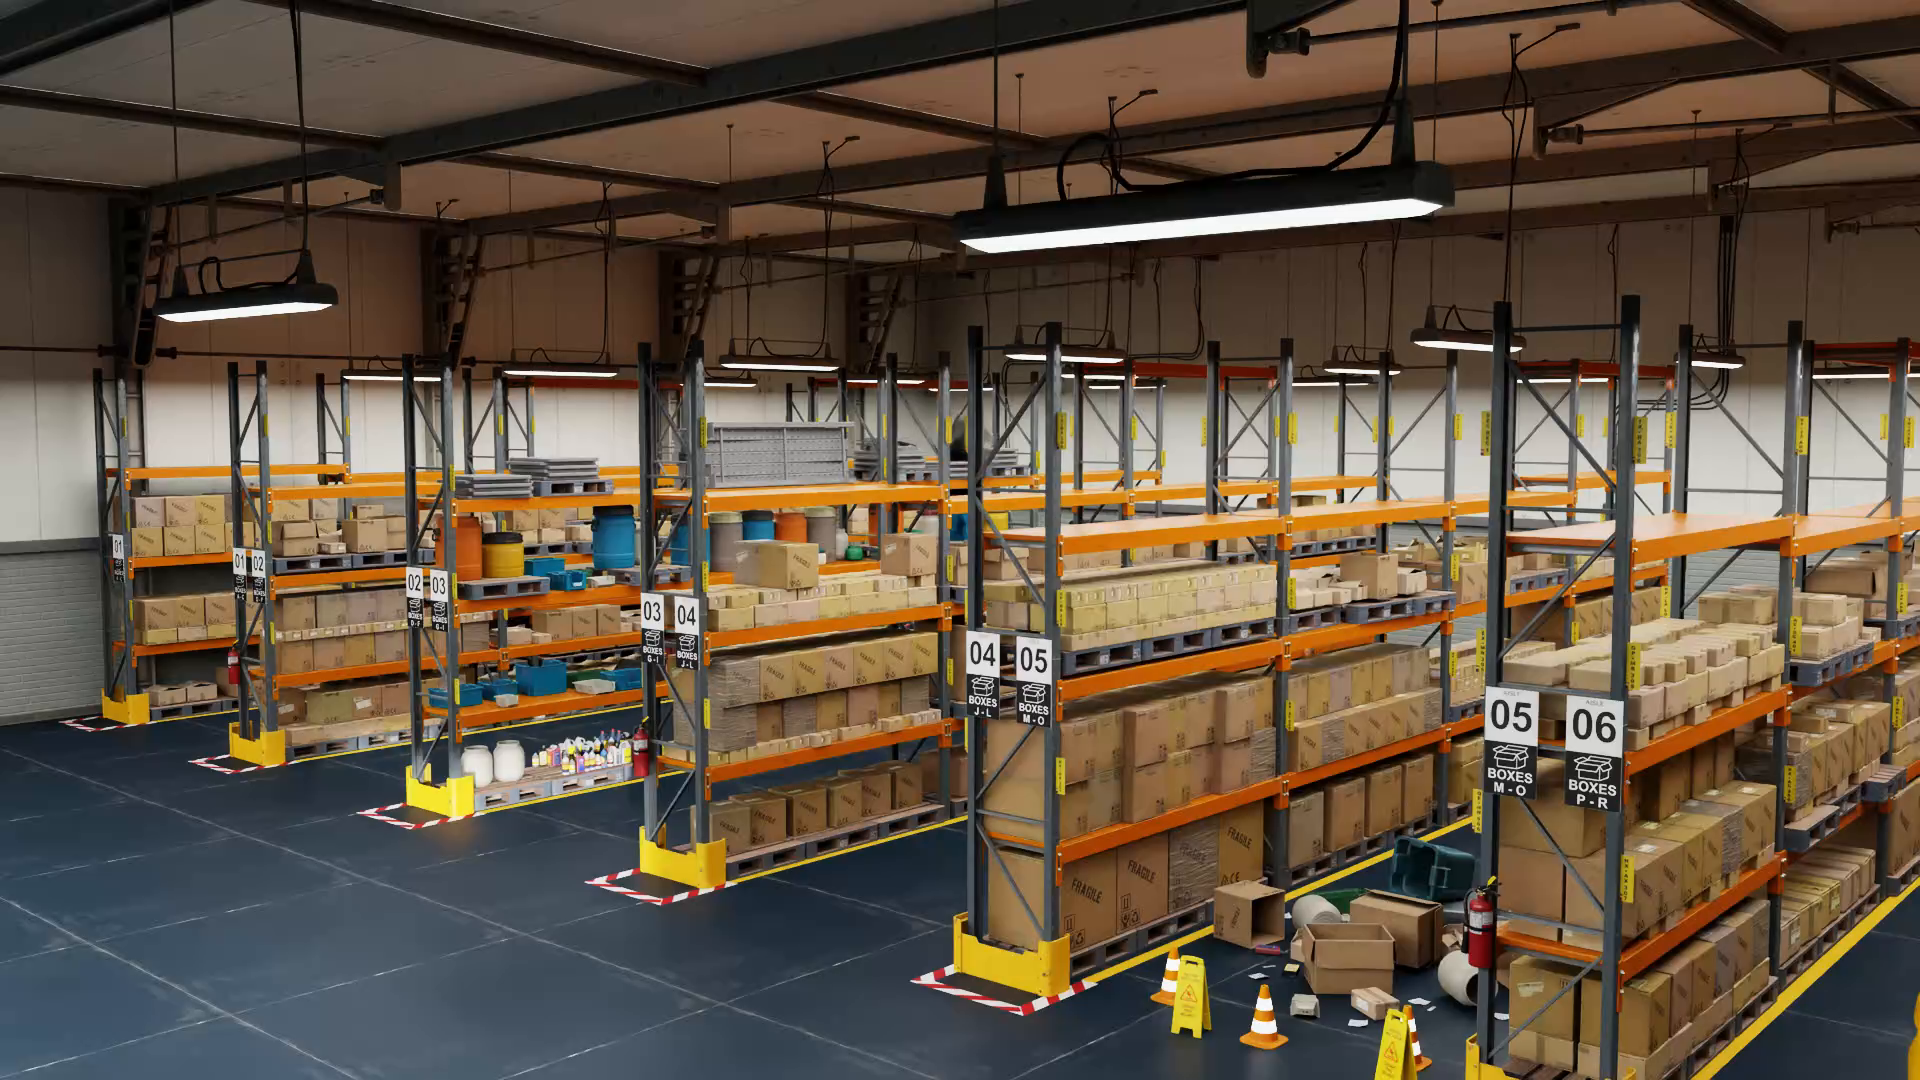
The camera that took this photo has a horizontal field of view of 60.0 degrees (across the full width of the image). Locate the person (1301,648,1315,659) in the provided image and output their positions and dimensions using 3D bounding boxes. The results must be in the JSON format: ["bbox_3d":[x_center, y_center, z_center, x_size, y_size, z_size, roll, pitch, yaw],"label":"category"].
[{"bbox_3d":[5.480,2.455,26.011,0.495,1.665,0.801,3,5,36],"label":"person"}]
